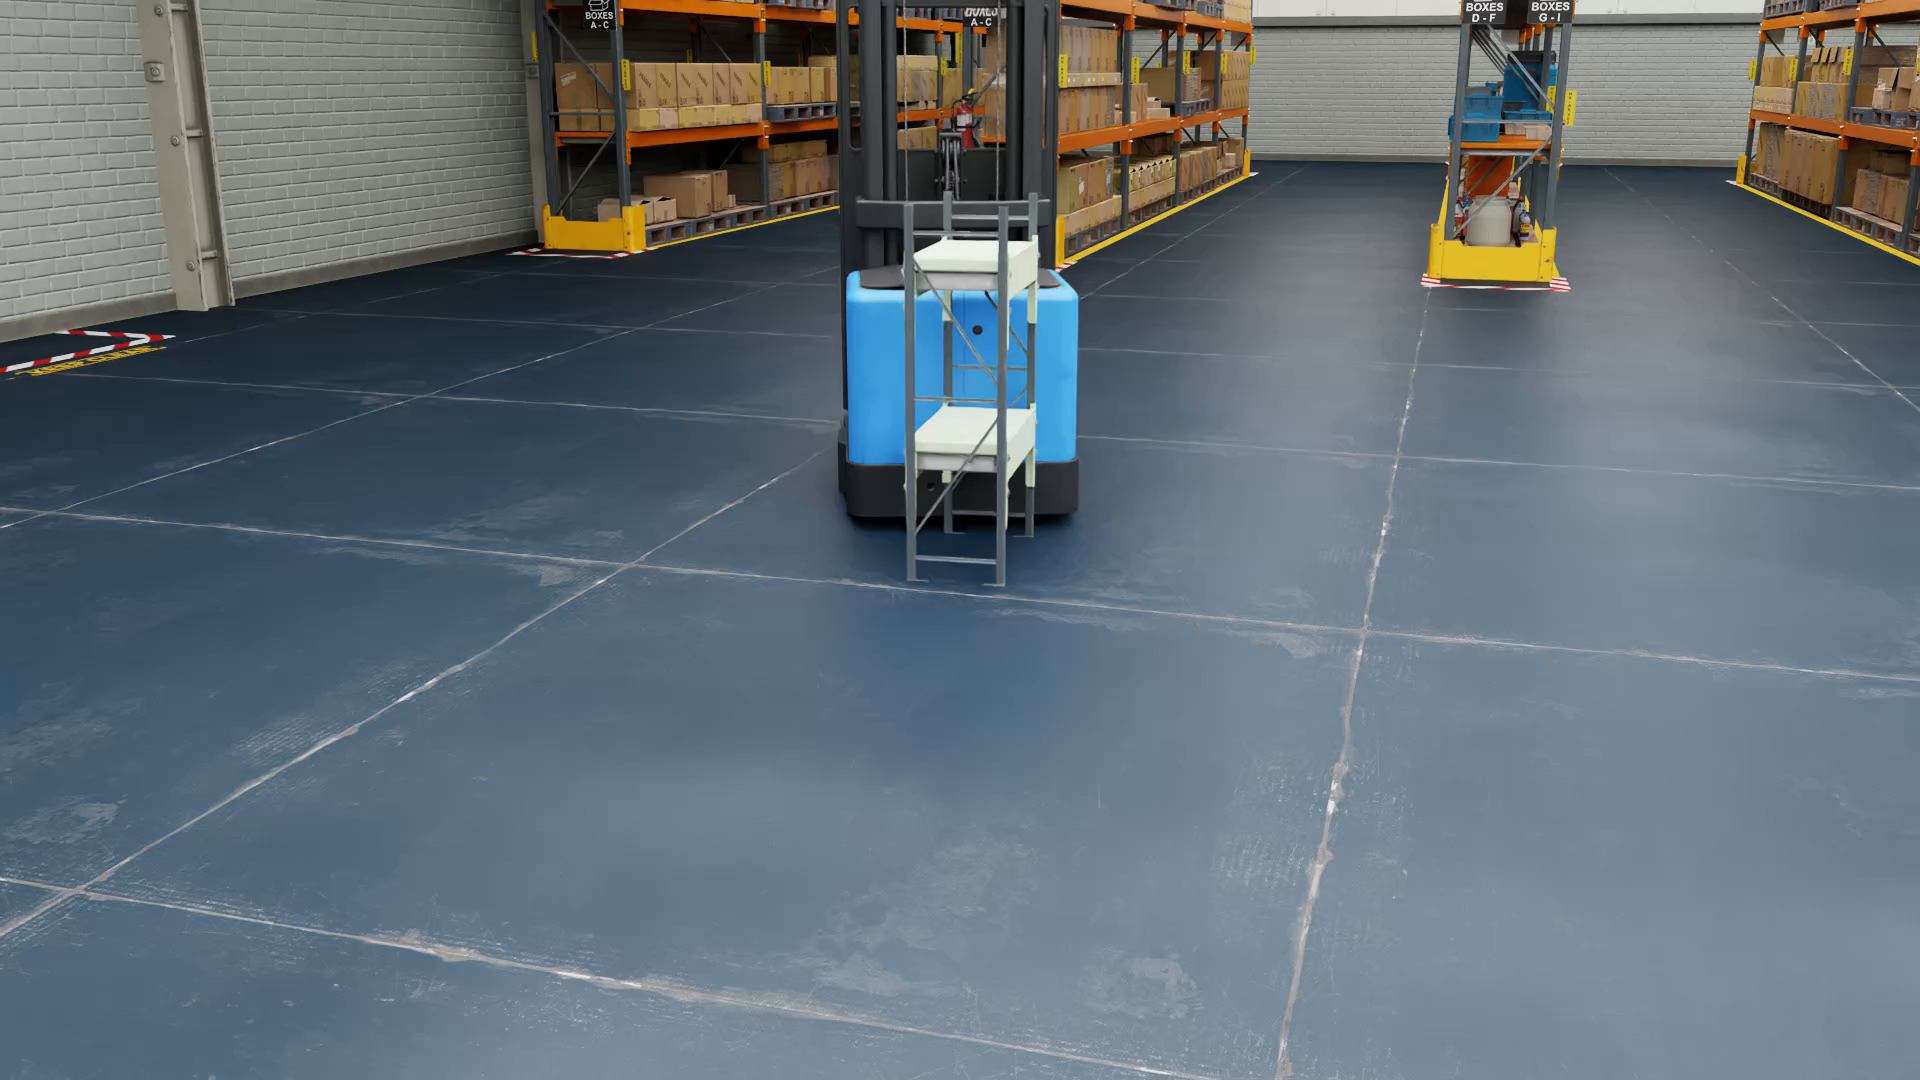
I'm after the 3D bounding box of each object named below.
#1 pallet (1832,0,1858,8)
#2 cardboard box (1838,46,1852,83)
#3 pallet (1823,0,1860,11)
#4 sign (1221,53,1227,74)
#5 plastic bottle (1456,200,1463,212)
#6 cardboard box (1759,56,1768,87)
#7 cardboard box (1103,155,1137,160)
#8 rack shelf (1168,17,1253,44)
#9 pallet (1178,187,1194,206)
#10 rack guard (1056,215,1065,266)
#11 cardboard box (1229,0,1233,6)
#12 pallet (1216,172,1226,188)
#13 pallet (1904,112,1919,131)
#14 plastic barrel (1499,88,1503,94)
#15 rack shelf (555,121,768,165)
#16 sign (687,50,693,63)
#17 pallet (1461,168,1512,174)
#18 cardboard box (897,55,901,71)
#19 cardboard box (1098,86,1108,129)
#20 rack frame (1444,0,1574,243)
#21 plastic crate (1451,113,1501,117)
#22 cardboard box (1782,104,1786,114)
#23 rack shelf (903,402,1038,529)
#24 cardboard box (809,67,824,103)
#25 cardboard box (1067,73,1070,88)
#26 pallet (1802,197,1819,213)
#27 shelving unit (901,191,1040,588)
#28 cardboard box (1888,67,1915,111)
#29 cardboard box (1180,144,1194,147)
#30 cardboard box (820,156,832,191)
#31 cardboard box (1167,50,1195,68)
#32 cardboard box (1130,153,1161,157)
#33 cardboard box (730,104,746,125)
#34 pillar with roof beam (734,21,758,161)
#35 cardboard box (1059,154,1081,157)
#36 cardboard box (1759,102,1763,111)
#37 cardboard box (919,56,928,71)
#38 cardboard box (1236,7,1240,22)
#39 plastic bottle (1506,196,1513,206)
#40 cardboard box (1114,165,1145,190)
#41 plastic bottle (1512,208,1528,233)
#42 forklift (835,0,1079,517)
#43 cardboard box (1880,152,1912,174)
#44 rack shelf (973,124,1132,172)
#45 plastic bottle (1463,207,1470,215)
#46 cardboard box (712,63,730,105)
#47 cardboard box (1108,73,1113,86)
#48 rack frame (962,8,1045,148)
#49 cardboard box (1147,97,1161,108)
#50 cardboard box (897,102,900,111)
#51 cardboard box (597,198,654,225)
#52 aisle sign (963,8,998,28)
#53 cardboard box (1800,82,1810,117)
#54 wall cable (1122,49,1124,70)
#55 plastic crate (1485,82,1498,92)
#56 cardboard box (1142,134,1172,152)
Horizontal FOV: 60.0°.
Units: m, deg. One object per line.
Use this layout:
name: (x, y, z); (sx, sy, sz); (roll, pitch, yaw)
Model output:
pallet: (12.423, -7.253, 22.251); (1.213, 0.211, 1.003); (5, 17, 18)
cardboard box: (12.702, -6.619, 23.146); (0.797, 0.503, 0.637); (5, 17, 17)
pallet: (12.738, -7.545, 23.283); (1.003, 0.211, 1.213); (5, 17, 18)
sign: (4.464, -8.058, 28.121); (0.100, 0.325, 0.005); (5, 16, 16)
plastic bottle: (5.603, -3.663, 18.795); (0.144, 0.351, 0.185); (4, 16, 15)
cardboard box: (14.027, -8.017, 28.453); (0.500, 0.500, 0.500); (4, 16, 15)
cardboard box: (2.363, -5.532, 24.577); (0.500, 0.311, 0.500); (5, 17, 18)
rack shelf: (4.499, -9.164, 29.961); (1.077, 0.370, 4.000); (5, 16, 16)
pallet: (3.042, -5.348, 25.797); (1.003, 0.211, 1.213); (5, 16, 16)
rack guard: (0.514, -3.195, 17.678); (1.175, 0.500, 0.348); (5, 16, 16)
cardboard box: (4.447, -9.394, 28.813); (0.500, 0.250, 0.500); (5, 16, 16)
pallet: (4.127, -6.381, 29.441); (1.003, 0.211, 1.213); (5, 16, 16)
pallet: (11.511, -4.778, 19.028); (1.003, 0.211, 1.213); (5, 16, 16)
plastic barrel: (7.454, -5.880, 22.358); (0.421, 0.512, 0.421); (0, 16, 0)
rack shelf: (-3.662, -4.964, 20.653); (1.077, 0.370, 4.000); (5, 16, 16)
sign: (-3.627, -6.433, 22.390); (0.100, 0.325, 0.005); (5, 16, 16)
pallet: (9.544, -6.651, 30.390); (1.003, 0.211, 1.213); (5, 16, 16)
cardboard box: (-1.290, -7.812, 27.236); (0.500, 0.250, 0.500); (5, 17, 16)
cardboard box: (1.393, -5.243, 20.136); (0.700, 0.500, 0.500); (4, 16, 15)
rack frame: (5.268, -4.019, 16.001); (1.000, 3.000, 0.127); (5, 16, 16)
plastic crate: (5.314, -4.271, 17.163); (0.499, 0.251, 0.408); (5, 16, 16)
cardboard box: (13.273, -6.826, 26.359); (0.380, 0.149, 0.250); (5, 17, 17)
rack shelf: (0.056, -0.327, 6.928); (0.431, 0.370, 0.720); (3, 16, 11)
cardboard box: (-2.413, -6.688, 24.424); (0.700, 0.500, 0.500); (5, 16, 16)
cardboard box: (0.983, -4.985, 18.034); (0.380, 0.149, 0.250); (5, 16, 16)
pallet: (12.935, -4.905, 24.235); (1.003, 0.211, 1.213); (5, 16, 16)
shelving unit: (0.056, -0.640, 6.839); (0.431, 1.500, 0.755); (3, 16, 11)
cardboard box: (11.558, -5.394, 19.890); (0.797, 0.503, 0.637); (6, 17, 22)
cardboard box: (3.820, -6.724, 29.312); (0.500, 0.500, 0.500); (5, 16, 16)
cardboard box: (-2.369, -5.571, 25.248); (0.700, 0.500, 0.500); (5, 16, 16)
cardboard box: (3.826, -8.225, 28.815); (0.500, 0.500, 0.500); (5, 17, 16)
cardboard box: (2.834, -5.769, 25.946); (0.500, 0.500, 0.500); (5, 17, 18)
cardboard box: (-3.087, -5.494, 21.440); (0.500, 0.250, 0.500); (5, 17, 16)
pillar with roof beam: (0.972, -9.159, 23.131); (9.100, 9.000, 0.400); (5, 16, 16)
cardboard box: (1.225, -4.593, 20.922); (0.500, 0.500, 0.500); (5, 16, 16)
cardboard box: (13.930, -7.430, 28.488); (0.380, 0.149, 0.250); (4, 16, 15)
cardboard box: (-0.862, -8.213, 28.649); (0.500, 0.250, 0.500); (5, 17, 17)
cardboard box: (4.734, -9.415, 29.803); (0.500, 0.250, 0.500); (5, 16, 16)
plastic bottle: (6.360, -3.823, 19.359); (0.144, 0.351, 0.185); (5, 16, 16)
cardboard box: (2.161, -4.819, 22.063); (0.500, 0.311, 0.500); (4, 16, 15)
plastic bottle: (6.302, -3.599, 18.706); (0.152, 0.276, 0.135); (5, 17, 17)
forklift: (-0.077, -1.861, 8.520); (1.130, 2.935, 3.031); (-1, 16, -4)
cardboard box: (11.988, -4.780, 21.087); (0.500, 0.250, 0.500); (7, 17, 22)
rack shelf: (1.089, -4.581, 19.302); (1.077, 0.370, 4.000); (5, 16, 16)
plastic bottle: (5.753, -3.622, 18.788); (0.152, 0.276, 0.135); (5, 16, 16)
cardboard box: (-3.221, -5.722, 20.871); (0.500, 0.500, 0.500); (4, 16, 14)
cardboard box: (1.641, -5.590, 20.167); (0.380, 0.149, 0.250); (4, 16, 14)
rack frame: (0.520, -4.404, 17.359); (1.000, 3.000, 0.127); (5, 16, 16)
cardboard box: (2.649, -6.362, 24.427); (0.500, 0.311, 0.500); (6, 17, 19)
cardboard box: (-1.216, -7.239, 27.779); (0.380, 0.149, 0.250); (5, 17, 16)
cardboard box: (-3.947, -3.879, 19.630); (0.500, 0.311, 0.500); (3, 16, 10)
aisle sign: (0.220, -5.660, 17.024); (0.394, 0.787, 0.004); (5, 16, 16)
cardboard box: (12.915, -6.590, 24.882); (0.500, 0.500, 0.500); (5, 16, 16)
wall cable: (2.267, -11.817, 38.192); (3.097, 2.526, 0.112); (5, 16, 16)
plastic crate: (9.899, -8.149, 30.387); (0.616, 0.435, 0.499); (5, 16, 16)
cardboard box: (3.133, -6.413, 26.842); (0.500, 0.250, 0.500); (4, 16, 15)
